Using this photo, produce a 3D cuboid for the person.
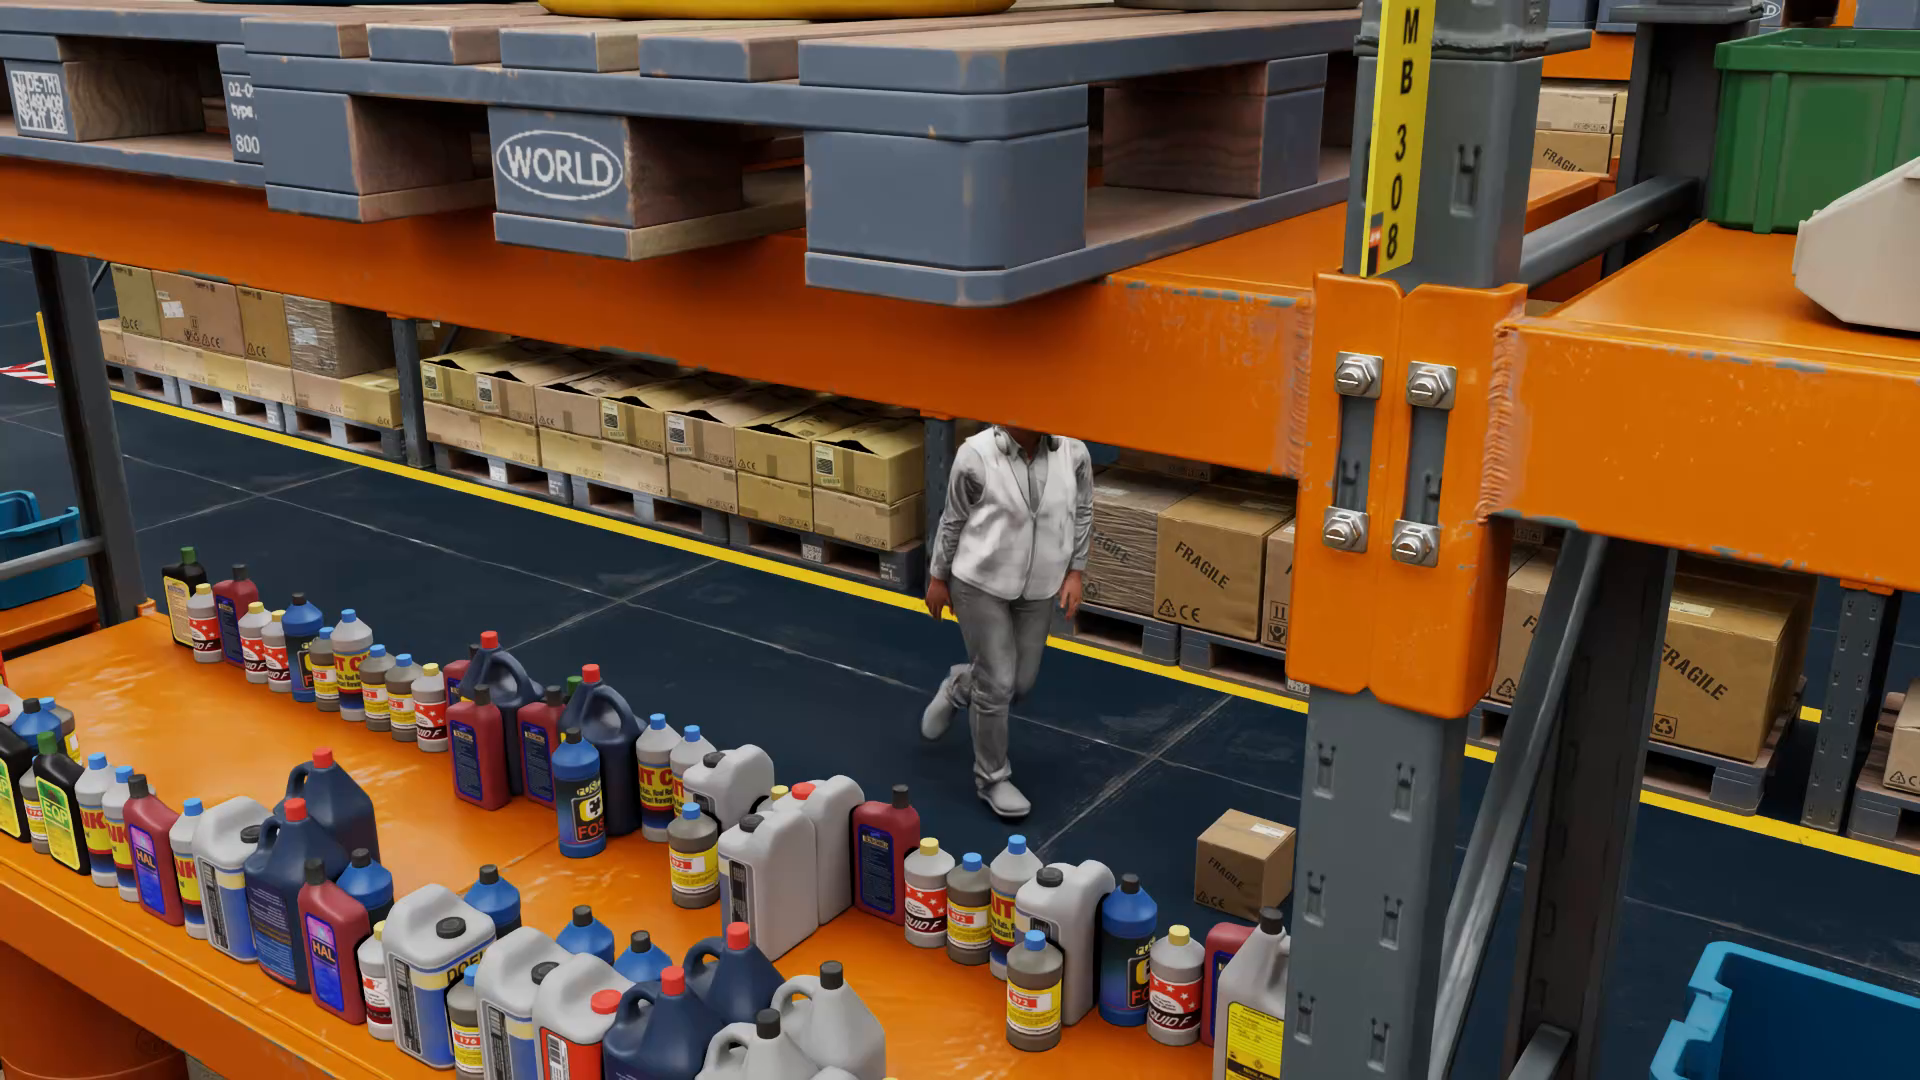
[{"bbox_3d":[0.162,0.114,6.232,0.584,1.747,0.747,-7,21,-19],"label":"person"}]
